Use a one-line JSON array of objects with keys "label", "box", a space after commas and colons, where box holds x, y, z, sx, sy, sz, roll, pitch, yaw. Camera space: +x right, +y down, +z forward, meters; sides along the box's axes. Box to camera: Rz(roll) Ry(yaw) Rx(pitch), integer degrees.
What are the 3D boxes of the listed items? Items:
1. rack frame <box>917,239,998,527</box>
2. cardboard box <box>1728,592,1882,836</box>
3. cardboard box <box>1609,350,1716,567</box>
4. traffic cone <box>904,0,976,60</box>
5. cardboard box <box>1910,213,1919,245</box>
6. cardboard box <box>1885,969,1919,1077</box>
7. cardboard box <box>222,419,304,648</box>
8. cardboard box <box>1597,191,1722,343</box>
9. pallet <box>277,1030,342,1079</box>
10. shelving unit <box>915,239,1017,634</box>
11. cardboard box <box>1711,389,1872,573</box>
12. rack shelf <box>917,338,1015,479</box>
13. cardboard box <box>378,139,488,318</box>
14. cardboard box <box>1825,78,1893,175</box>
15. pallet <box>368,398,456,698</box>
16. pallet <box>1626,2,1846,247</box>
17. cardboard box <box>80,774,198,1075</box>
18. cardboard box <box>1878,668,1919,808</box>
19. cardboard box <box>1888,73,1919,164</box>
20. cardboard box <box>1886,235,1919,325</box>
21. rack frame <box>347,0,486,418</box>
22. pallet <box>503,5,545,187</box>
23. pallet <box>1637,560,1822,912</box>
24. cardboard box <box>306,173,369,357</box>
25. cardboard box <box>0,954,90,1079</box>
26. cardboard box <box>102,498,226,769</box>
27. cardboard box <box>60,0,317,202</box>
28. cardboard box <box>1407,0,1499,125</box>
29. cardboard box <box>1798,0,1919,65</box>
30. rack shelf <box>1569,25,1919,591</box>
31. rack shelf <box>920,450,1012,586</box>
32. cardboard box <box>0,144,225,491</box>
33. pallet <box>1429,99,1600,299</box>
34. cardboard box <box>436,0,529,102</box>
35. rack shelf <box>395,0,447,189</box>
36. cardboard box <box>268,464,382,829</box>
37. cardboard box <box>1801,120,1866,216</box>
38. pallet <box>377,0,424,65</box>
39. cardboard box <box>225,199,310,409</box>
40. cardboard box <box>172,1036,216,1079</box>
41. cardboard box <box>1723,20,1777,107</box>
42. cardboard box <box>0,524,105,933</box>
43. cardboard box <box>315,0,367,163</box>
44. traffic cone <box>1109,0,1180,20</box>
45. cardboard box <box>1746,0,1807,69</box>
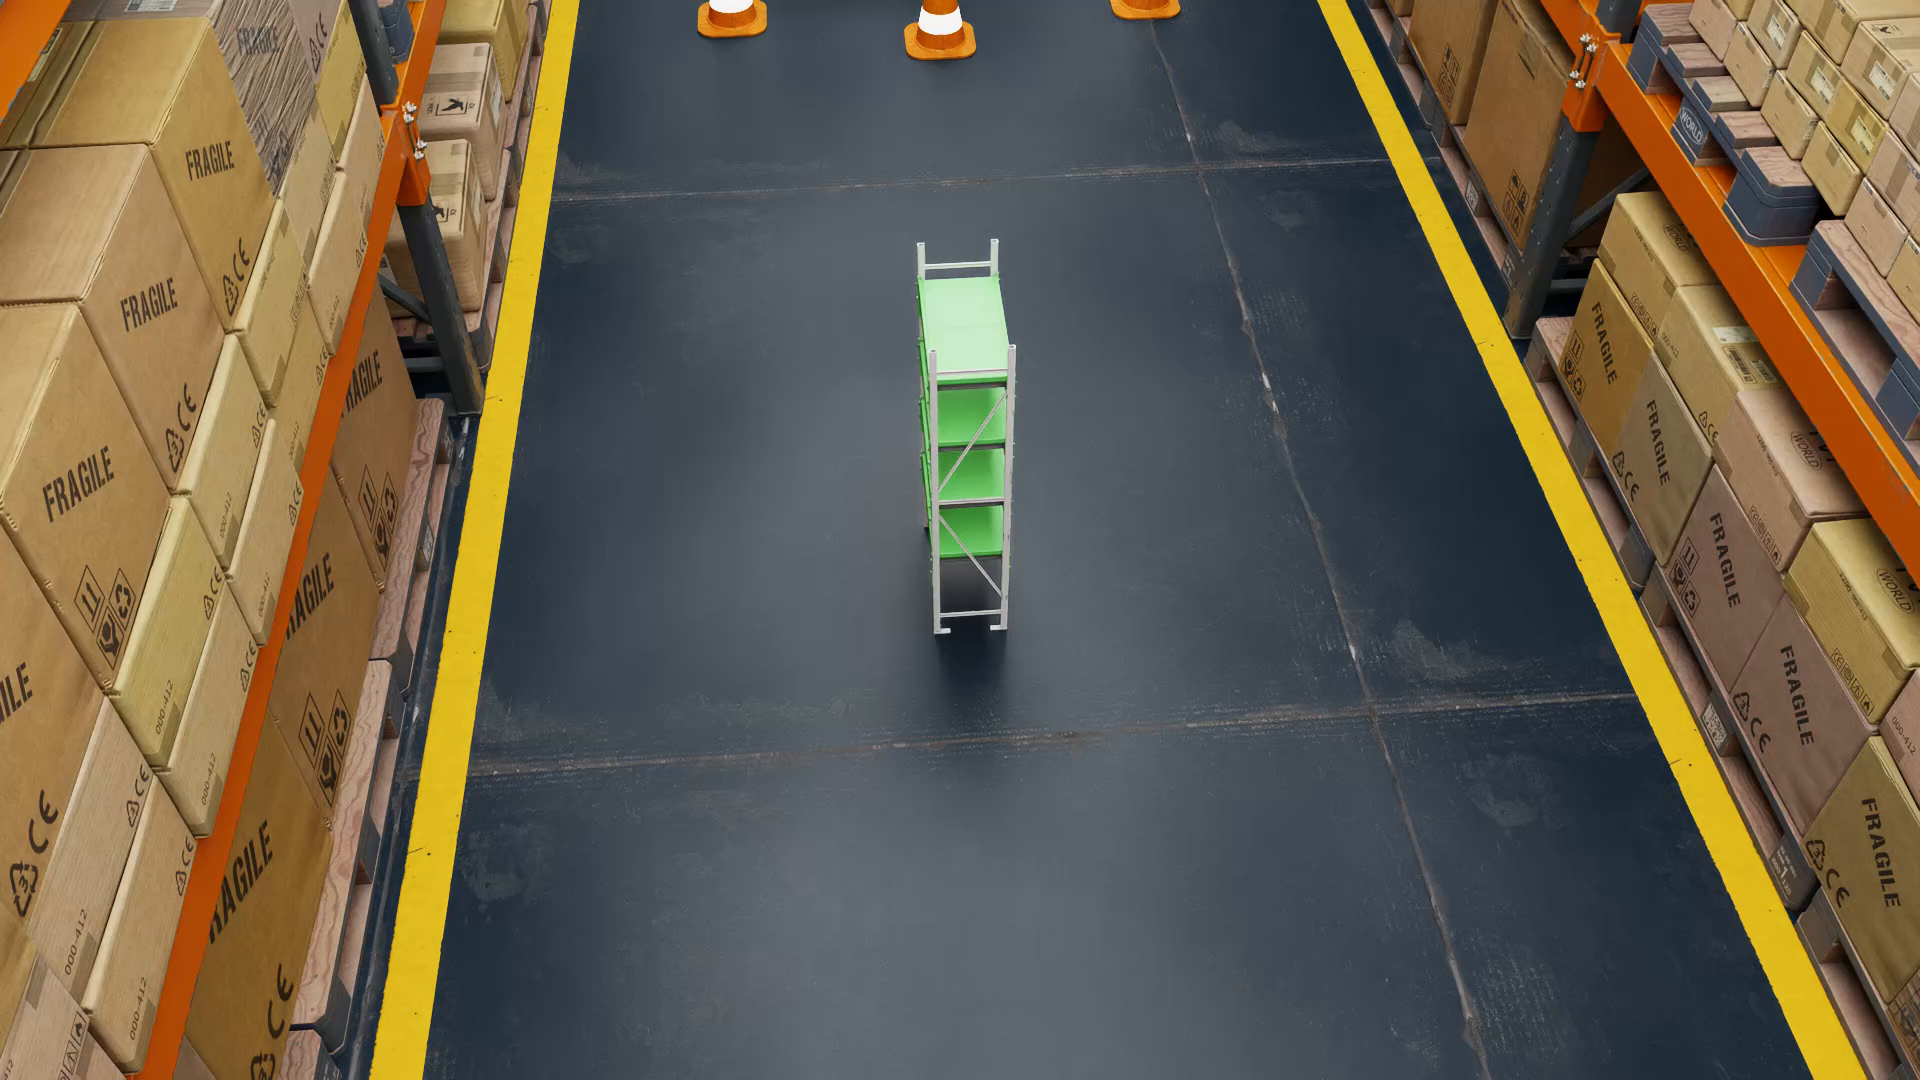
[{"label": "rack frame", "box": [-0.007, -0.469, 5.368, 0.240, 1.200, 0.015, -3, 47, -3]}, {"label": "cardboard box", "box": [2.583, 0.466, 4.675, 0.500, 0.500, 0.500, -4, 47, -4]}, {"label": "cardboard box", "box": [2.493, -0.275, 5.377, 0.500, 0.500, 0.500, -3, 47, -3]}, {"label": "traffic cone", "box": [-0.097, -2.567, 7.863, 0.336, 0.463, 0.334, -3, 47, -3]}, {"label": "cardboard box", "box": [2.592, -0.747, 4.071, 0.380, 0.149, 0.250, -4, 47, -4]}, {"label": "cardboard box", "box": [2.664, 1.208, 3.972, 0.500, 0.500, 0.500, -4, 47, -4]}, {"label": "cardboard box", "box": [-1.825, -0.004, 3.791, 0.500, 0.250, 0.500, -4, 47, -4]}, {"label": "cardboard box", "box": [2.459, -0.910, 5.462, 0.500, 0.250, 0.500, -5, 47, -5]}, {"label": "pallet", "box": [-2.087, 1.793, 3.907, 1.003, 0.211, 1.213, -3, 47, -3]}, {"label": "shelving unit", "box": [0.014, -0.293, 5.201, 0.258, 1.200, 0.503, -3, 47, -3]}, {"label": "cardboard box", "box": [2.530, -0.184, 4.774, 0.500, 0.250, 0.500, -3, 47, -3]}, {"label": "rack shelf", "box": [0.014, -0.414, 5.073, 0.258, 0.148, 0.480, -3, 47, -3]}, {"label": "cardboard box", "box": [-2.319, -1.157, 6.300, 0.950, 0.372, 0.625, -6, 47, -6]}, {"label": "cardboard box", "box": [2.555, -1.108, 4.412, 0.380, 0.149, 0.250, -3, 47, -3]}, {"label": "pallet", "box": [-2.291, 0.027, 5.579, 1.003, 0.211, 1.213, -3, 47, -3]}, {"label": "pallet", "box": [2.808, -1.306, 5.053, 1.213, 0.211, 1.003, -3, 47, -3]}, {"label": "cardboard box", "box": [-1.765, 0.730, 3.096, 0.500, 0.250, 0.500, -5, 47, -4]}, {"label": "cardboard box", "box": [2.633, 0.574, 4.056, 0.500, 0.250, 0.500, -1, 47, -1]}, {"label": "cardboard box", "box": [2.575, -1.038, 4.141, 0.380, 0.149, 0.250, -2, 47, -1]}, {"label": "cardboard box", "box": [2.592, -0.644, 4.177, 0.380, 0.149, 0.250, -3, 47, -3]}, {"label": "rack frame", "box": [-2.282, -1.507, 5.111, 1.000, 3.000, 0.127, -3, 47, -3]}, {"label": "pallet", "box": [-2.445, -1.994, 7.493, 1.003, 0.211, 1.213, -3, 47, -3]}, {"label": "pallet", "box": [2.805, 0.524, 5.108, 1.003, 0.211, 1.213, -3, 47, -3]}, {"label": "cardboard box", "box": [-1.922, -0.736, 4.485, 0.500, 0.250, 0.500, -3, 47, -3]}, {"label": "cardboard box", "box": [-1.703, 0.932, 2.561, 0.500, 0.250, 0.500, -5, 47, -4]}, {"label": "cardboard box", "box": [-1.790, 0.189, 3.264, 0.500, 0.250, 0.500, -3, 47, -3]}, {"label": "cardboard box", "box": [-1.927, -1.156, 4.021, 0.500, 0.500, 0.500, -3, 47, -3]}, {"label": "cardboard box", "box": [2.605, -2.330, 7.151, 1.050, 0.750, 0.750, -3, 47, -3]}, {"label": "cardboard box", "box": [2.529, -1.425, 4.508, 0.380, 0.149, 0.250, -4, 47, -4]}, {"label": "rack shelf", "box": [2.810, -0.186, 4.356, 1.077, 0.370, 4.000, -3, 47, -3]}, {"label": "rack shelf", "box": [0.014, -0.084, 5.422, 0.258, 0.148, 0.480, -3, 47, -3]}, {"label": "cardboard box", "box": [-1.857, -0.430, 3.334, 0.500, 0.500, 0.500, -4, 47, -4]}, {"label": "pallet", "box": [2.652, -1.497, 7.022, 1.003, 0.211, 1.213, -3, 47, -3]}, {"label": "cardboard box", "box": [-2.447, -2.239, 7.325, 0.950, 0.372, 0.625, -2, 47, -2]}, {"label": "rack shelf", "box": [-2.449, -2.706, 6.743, 1.077, 0.370, 4.000, -3, 47, -3]}, {"label": "cardboard box", "box": [-2.236, 0.230, 4.640, 0.875, 0.875, 0.875, -3, 47, -3]}, {"label": "cardboard box", "box": [2.548, -1.018, 4.532, 0.380, 0.149, 0.250, -2, 47, -1]}, {"label": "pallet", "box": [-2.448, -1.950, 5.663, 1.213, 0.211, 1.003, -3, 47, -3]}, {"label": "cardboard box", "box": [-1.878, -0.552, 3.966, 0.500, 0.250, 0.500, -5, 47, -4]}, {"label": "cardboard box", "box": [-2.079, 1.530, 3.409, 0.875, 0.875, 0.875, -2, 47, -2]}, {"label": "cardboard box", "box": [2.501, -1.409, 4.902, 0.380, 0.149, 0.250, -1, 47, -1]}, {"label": "cardboard box", "box": [-1.767, 0.307, 2.636, 0.500, 0.500, 0.500, -4, 47, -4]}, {"label": "cardboard box", "box": [-1.988, -1.292, 4.667, 0.500, 0.250, 0.500, -4, 47, -3]}, {"label": "traffic cone", "box": [0.915, -2.840, 8.121, 0.336, 0.463, 0.334, -3, 47, -3]}, {"label": "cardboard box", "box": [2.508, -1.483, 4.767, 0.380, 0.149, 0.250, -1, 47, -1]}]
